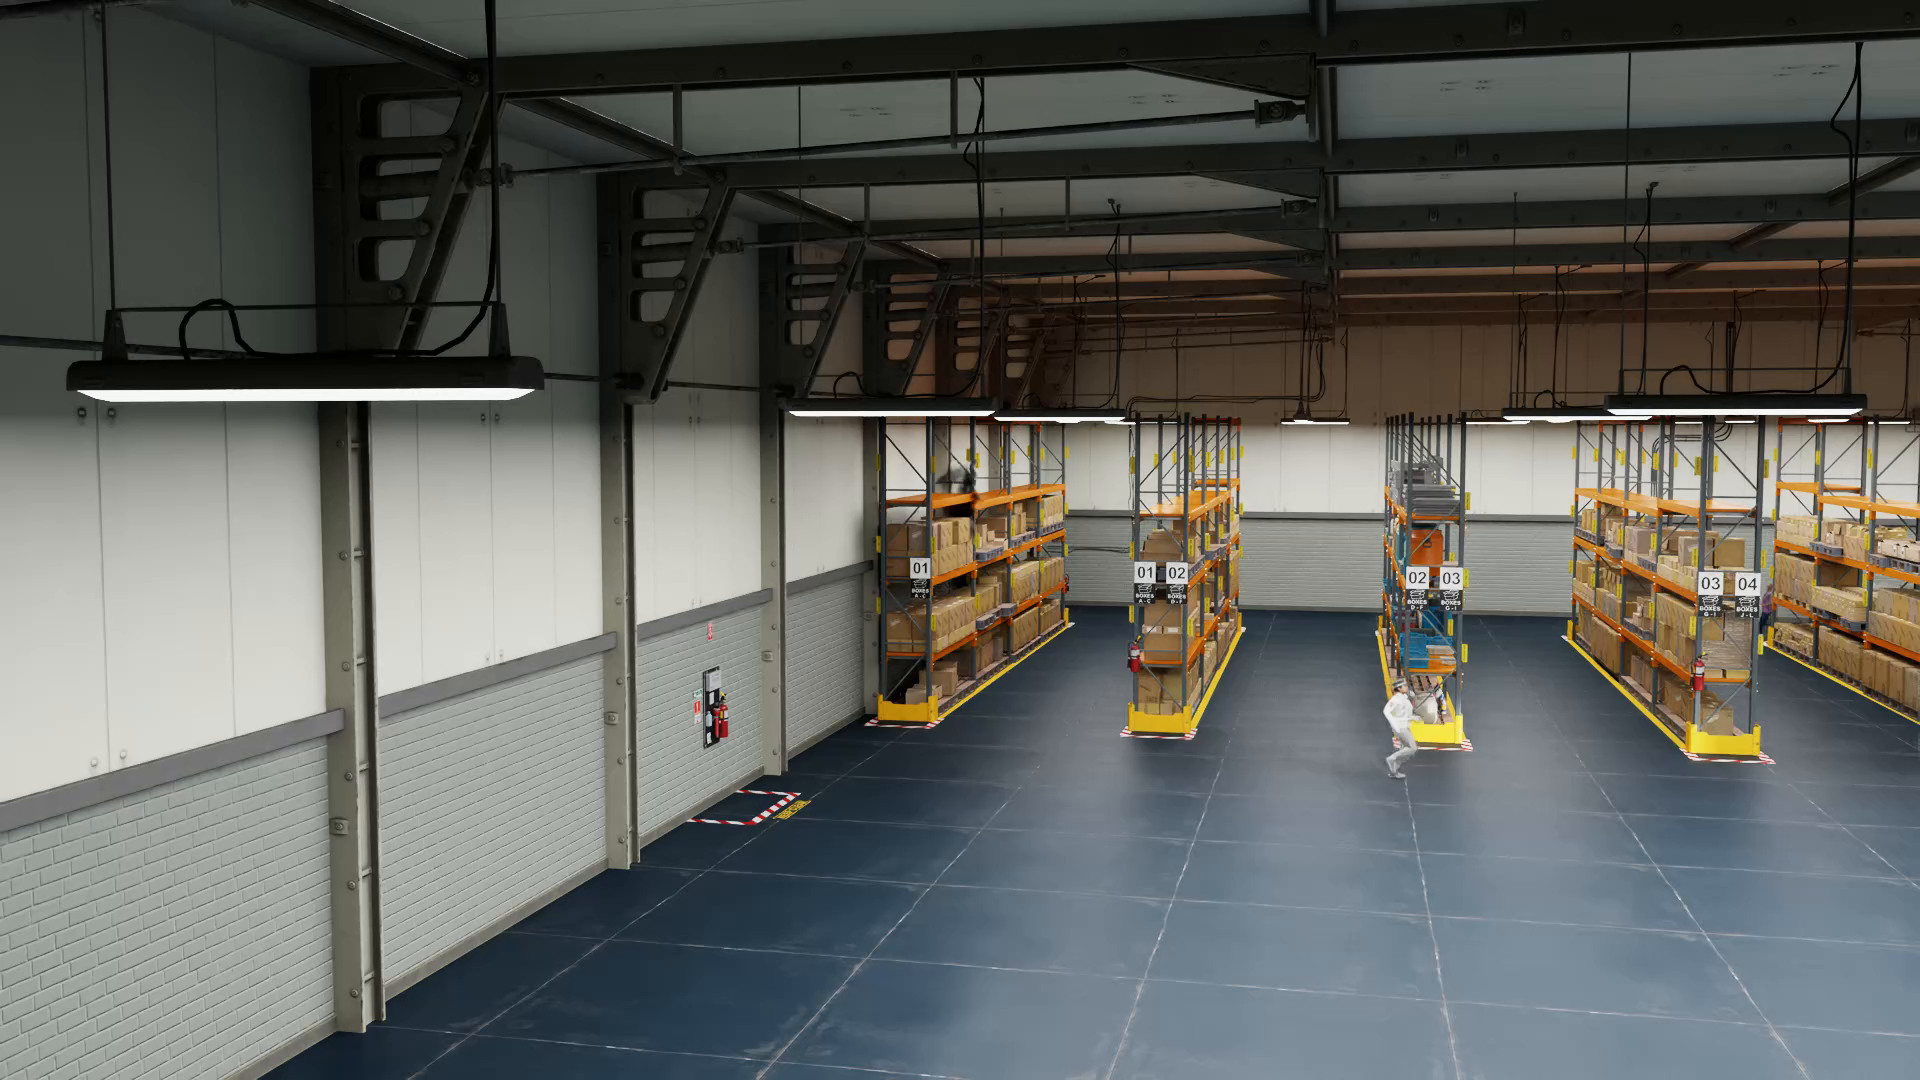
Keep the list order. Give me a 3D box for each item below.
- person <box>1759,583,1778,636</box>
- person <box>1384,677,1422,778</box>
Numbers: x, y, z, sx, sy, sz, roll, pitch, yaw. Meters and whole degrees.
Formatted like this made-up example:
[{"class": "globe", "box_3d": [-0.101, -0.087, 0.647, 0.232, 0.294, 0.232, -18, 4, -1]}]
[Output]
[{"class": "person", "box_3d": [21.782, 1.923, 44.941, 0.714, 1.539, 0.649, 2, 4, 27]}, {"class": "person", "box_3d": [7.245, 3.057, 27.068, 0.534, 1.649, 0.600, 2, 5, 31]}]
